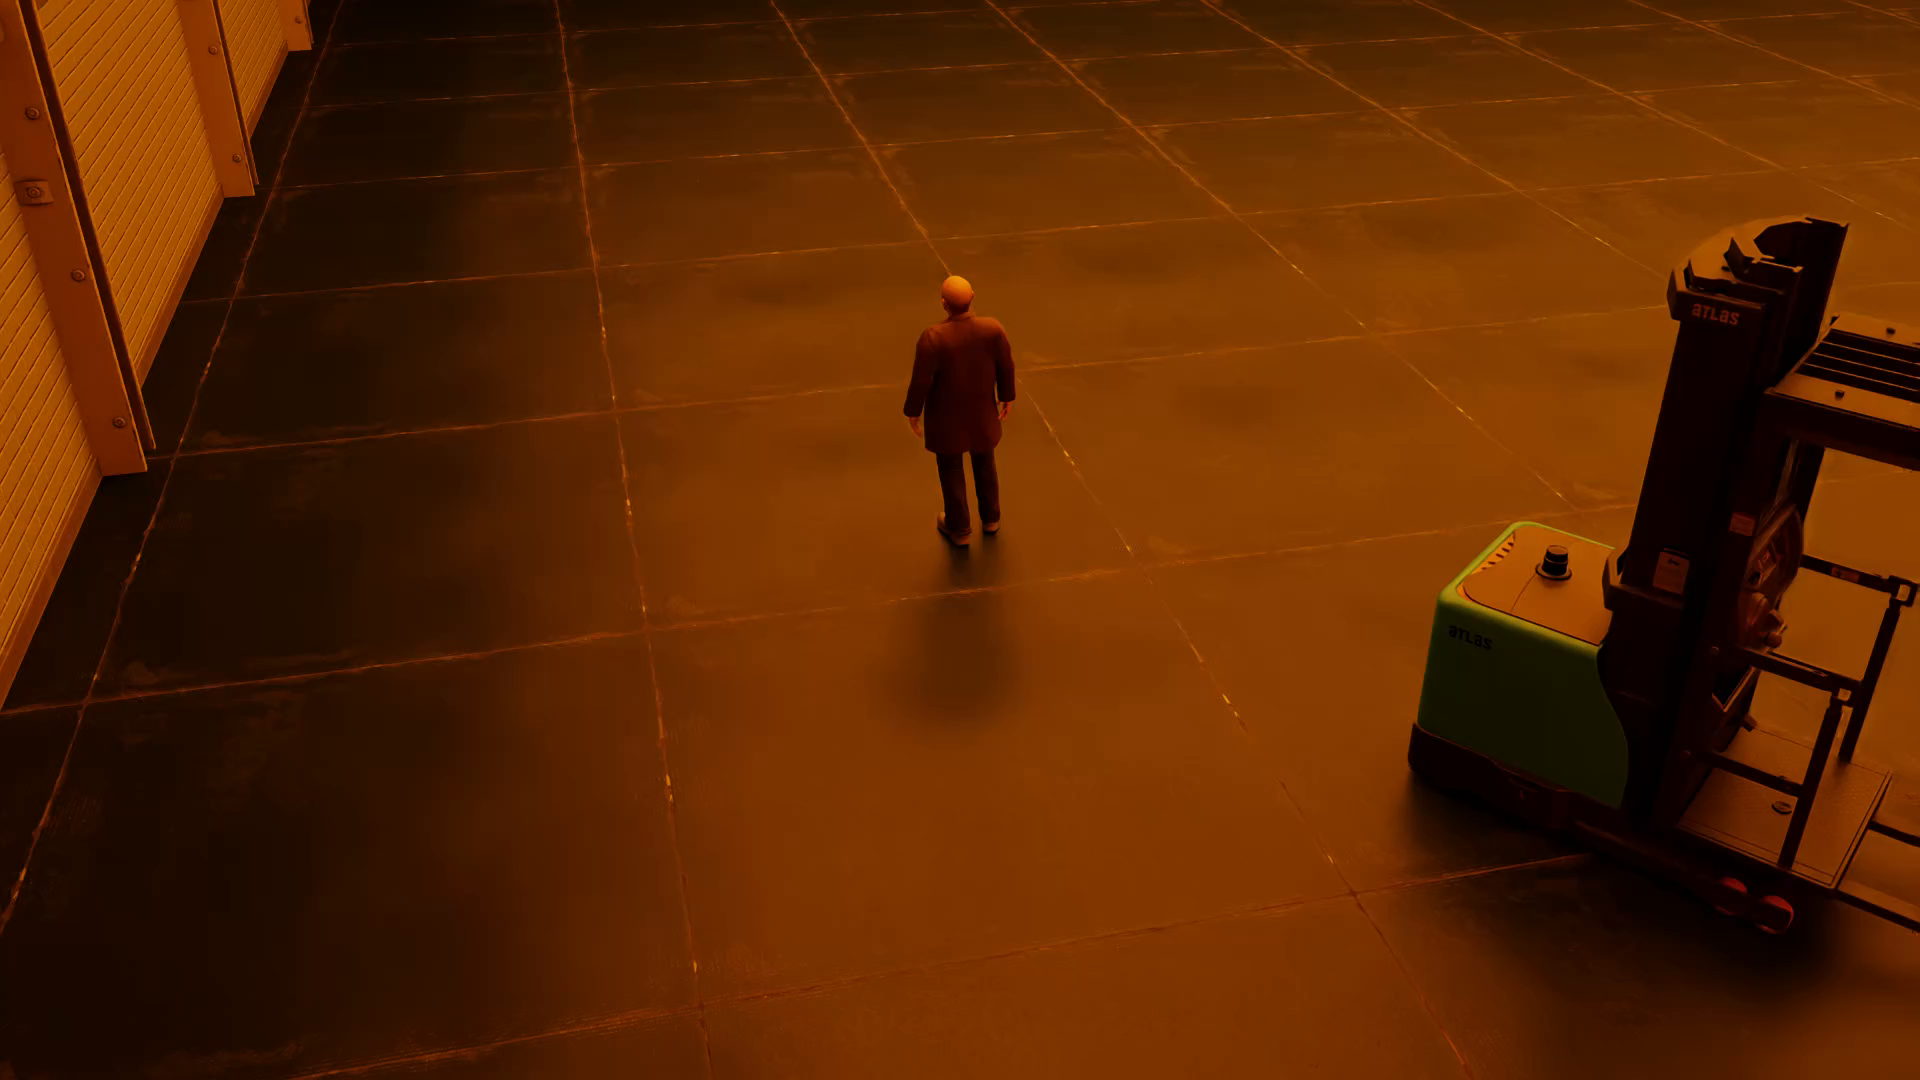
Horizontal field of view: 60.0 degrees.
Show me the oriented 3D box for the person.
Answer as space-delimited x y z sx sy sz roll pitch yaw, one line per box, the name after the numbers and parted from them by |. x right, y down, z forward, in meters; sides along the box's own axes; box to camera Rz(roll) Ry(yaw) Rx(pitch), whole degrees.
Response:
-0.018 -0.821 10.129 0.698 1.777 0.579 -7 31 -12 | person

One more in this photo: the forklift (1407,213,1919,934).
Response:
3.735 0.192 7.243 3.031 2.935 1.130 22 37 33 | forklift
